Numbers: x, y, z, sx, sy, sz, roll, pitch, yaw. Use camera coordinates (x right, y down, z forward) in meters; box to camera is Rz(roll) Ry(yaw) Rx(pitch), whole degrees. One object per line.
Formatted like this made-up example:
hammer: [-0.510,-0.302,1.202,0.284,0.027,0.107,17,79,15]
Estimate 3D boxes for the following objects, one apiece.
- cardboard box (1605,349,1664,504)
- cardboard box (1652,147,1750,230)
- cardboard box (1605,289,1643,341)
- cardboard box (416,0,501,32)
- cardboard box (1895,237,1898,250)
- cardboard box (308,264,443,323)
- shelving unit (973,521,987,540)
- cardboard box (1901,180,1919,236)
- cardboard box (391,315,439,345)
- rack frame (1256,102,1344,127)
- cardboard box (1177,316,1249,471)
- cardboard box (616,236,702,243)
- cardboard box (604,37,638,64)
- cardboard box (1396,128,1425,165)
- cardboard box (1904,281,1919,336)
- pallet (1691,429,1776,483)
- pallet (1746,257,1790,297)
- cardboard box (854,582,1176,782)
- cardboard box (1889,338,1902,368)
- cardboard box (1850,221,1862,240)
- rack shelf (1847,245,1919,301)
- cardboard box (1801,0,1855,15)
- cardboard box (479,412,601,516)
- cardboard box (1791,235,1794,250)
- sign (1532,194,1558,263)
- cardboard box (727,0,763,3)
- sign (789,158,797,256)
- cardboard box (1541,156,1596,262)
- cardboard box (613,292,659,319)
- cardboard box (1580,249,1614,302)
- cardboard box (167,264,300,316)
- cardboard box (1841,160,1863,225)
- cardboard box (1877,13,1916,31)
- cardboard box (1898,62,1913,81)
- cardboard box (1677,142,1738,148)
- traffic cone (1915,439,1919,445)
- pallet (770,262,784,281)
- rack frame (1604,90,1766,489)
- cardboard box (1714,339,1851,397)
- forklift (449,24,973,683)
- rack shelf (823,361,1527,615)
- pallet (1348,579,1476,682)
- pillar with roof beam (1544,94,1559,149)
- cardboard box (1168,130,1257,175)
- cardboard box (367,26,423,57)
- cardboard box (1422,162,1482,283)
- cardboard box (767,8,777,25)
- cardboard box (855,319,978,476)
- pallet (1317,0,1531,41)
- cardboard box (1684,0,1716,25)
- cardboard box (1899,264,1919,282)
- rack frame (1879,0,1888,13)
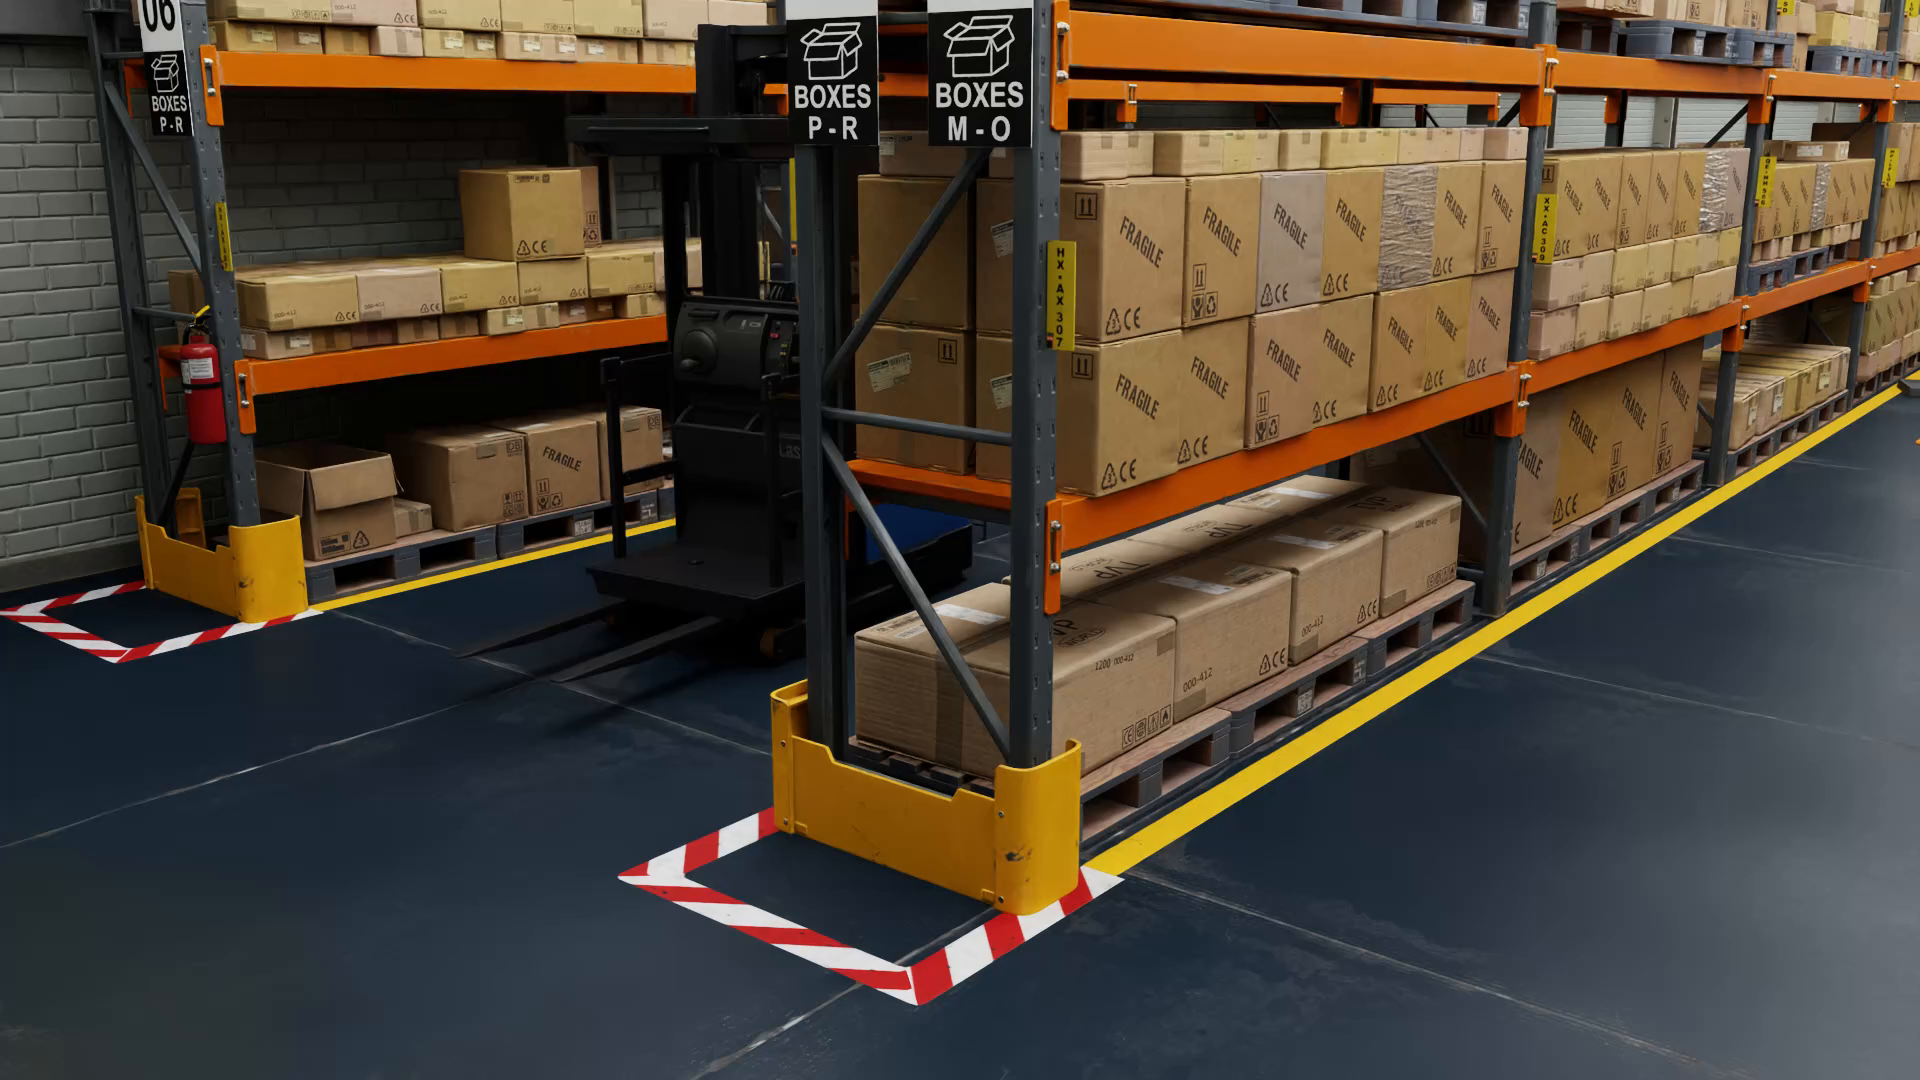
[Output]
cardboard box: [3.842,-0.781,10.566,0.875,0.875,0.875,12,18,38]
cardboard box: [4.783,-2.290,10.811,0.500,0.500,0.500,11,18,36]
cardboard box: [3.531,-1.296,9.437,0.500,0.250,0.500,11,18,37]
cardboard box: [-2.860,-2.896,9.040,0.500,0.250,0.500,11,18,36]
cardboard box: [8.453,-2.761,15.410,0.380,0.149,0.250,11,18,37]
cardboard box: [-3.175,-1.345,9.026,0.500,0.250,0.500,12,18,38]
shelving unit: [0.009,-0.584,9.986,0.258,1.200,0.189,11,18,38]
cardboard box: [8.535,-3.090,15.387,0.500,0.500,0.500,11,18,37]
cardboard box: [-3.098,-1.181,9.190,0.380,0.149,0.250,12,19,39]
rack frame: [3.555,-3.430,17.532,1.000,3.000,0.127,11,18,38]
cardboard box: [0.698,-0.561,6.038,0.500,0.500,0.500,11,18,37]
cardboard box: [-1.994,-1.916,11.274,0.500,0.250,0.500,11,18,37]
cardboard box: [-2.149,-2.926,9.966,0.380,0.149,0.250,12,19,39]
cardboard box: [1.756,-1.685,7.112,0.380,0.149,0.250,11,18,37]
cardboard box: [8.984,-2.273,16.187,0.500,0.500,0.500,11,18,36]
pallet: [5.397,-0.694,12.427,1.003,0.211,1.213,11,18,38]
pallet: [5.270,-1.956,12.121,1.213,0.211,1.003,11,18,38]
cardboard box: [0.214,0.532,6.287,0.875,0.438,0.875,11,18,36]
cardboard box: [8.658,-1.810,15.889,0.500,0.250,0.500,11,18,37]
cardboard box: [7.310,-2.603,13.934,0.380,0.149,0.250,12,18,38]
rack shelf: [8.676,-2.697,16.107,1.077,0.370,4.000,11,18,38]
cardboard box: [6.529,-4.160,12.750,0.500,0.250,0.500,12,18,38]
cardboard box: [-2.551,-0.470,10.103,0.500,0.500,0.500,12,18,39]
cardboard box: [6.092,-2.274,12.638,0.380,0.149,0.250,12,19,40]
sign: [2.823,-1.503,8.027,0.100,0.325,0.005,11,18,38]
cardboard box: [-1.603,-3.531,10.525,0.500,0.250,0.500,11,18,38]
sign: [-0.537,-1.127,5.634,0.100,0.325,0.005,11,18,38]
cardboard box: [2.891,-1.703,8.501,0.500,0.500,0.500,12,18,38]
cardboard box: [-2.092,-1.470,10.327,0.380,0.149,0.250,11,18,37]
cardboard box: [3.192,-1.445,9.007,0.500,0.250,0.500,12,18,38]
cardboard box: [-3.904,-1.332,8.976,0.500,0.250,0.500,12,19,39]
cardboard box: [6.996,-2.839,13.548,0.500,0.500,0.500,11,18,38]
cardboard box: [7.870,-4.391,14.113,0.380,0.149,0.250,11,18,37]
cardboard box: [8.015,-4.057,14.420,0.380,0.149,0.250,11,18,38]
cardboard box: [5.713,-2.964,12.720,0.380,0.149,0.250,10,17,35]
traffic cone: [7.728,-0.979,13.036,0.336,0.463,0.334,11,18,38]
pallet: [-0.885,-1.941,12.061,1.003,0.211,1.213,11,18,38]
rack frame: [4.905,-1.896,11.496,1.000,3.000,0.127,11,18,38]
cardboard box: [7.091,-1.492,14.386,0.950,0.372,0.625,12,18,38]
forklift: [-1.139,-0.974,8.004,1.130,2.935,3.031,9,17,31]
rack shelf: [1.133,-0.399,7.061,1.077,0.370,4.000,11,18,38]
pallet: [1.852,0.355,8.298,1.003,0.211,1.213,11,18,38]
pillar with roof beam: [12.050,-7.592,21.734,9.100,9.000,0.400,11,18,38]
cardboard box: [0.828,-1.383,5.925,0.380,0.149,0.250,11,18,36]
cardboard box: [-3.050,-2.621,8.768,0.380,0.149,0.250,12,18,39]
cardboard box: [1.984,-1.434,7.443,0.500,0.500,0.500,11,18,37]
cardboard box: [-1.336,-3.551,11.369,0.380,0.149,0.250,11,18,37]
cardboard box: [-0.026,-0.546,5.977,0.500,0.500,0.500,11,18,38]
pallet: [1.868,-2.386,7.511,1.003,0.211,1.213,11,18,38]
cardboard box: [4.022,-3.220,9.557,0.500,0.500,0.500,11,18,38]
cardboard box: [9.126,-2.605,16.176,0.380,0.149,0.250,12,19,40]
rack frame: [9.933,-6.336,16.788,1.000,3.000,0.127,11,18,38]
